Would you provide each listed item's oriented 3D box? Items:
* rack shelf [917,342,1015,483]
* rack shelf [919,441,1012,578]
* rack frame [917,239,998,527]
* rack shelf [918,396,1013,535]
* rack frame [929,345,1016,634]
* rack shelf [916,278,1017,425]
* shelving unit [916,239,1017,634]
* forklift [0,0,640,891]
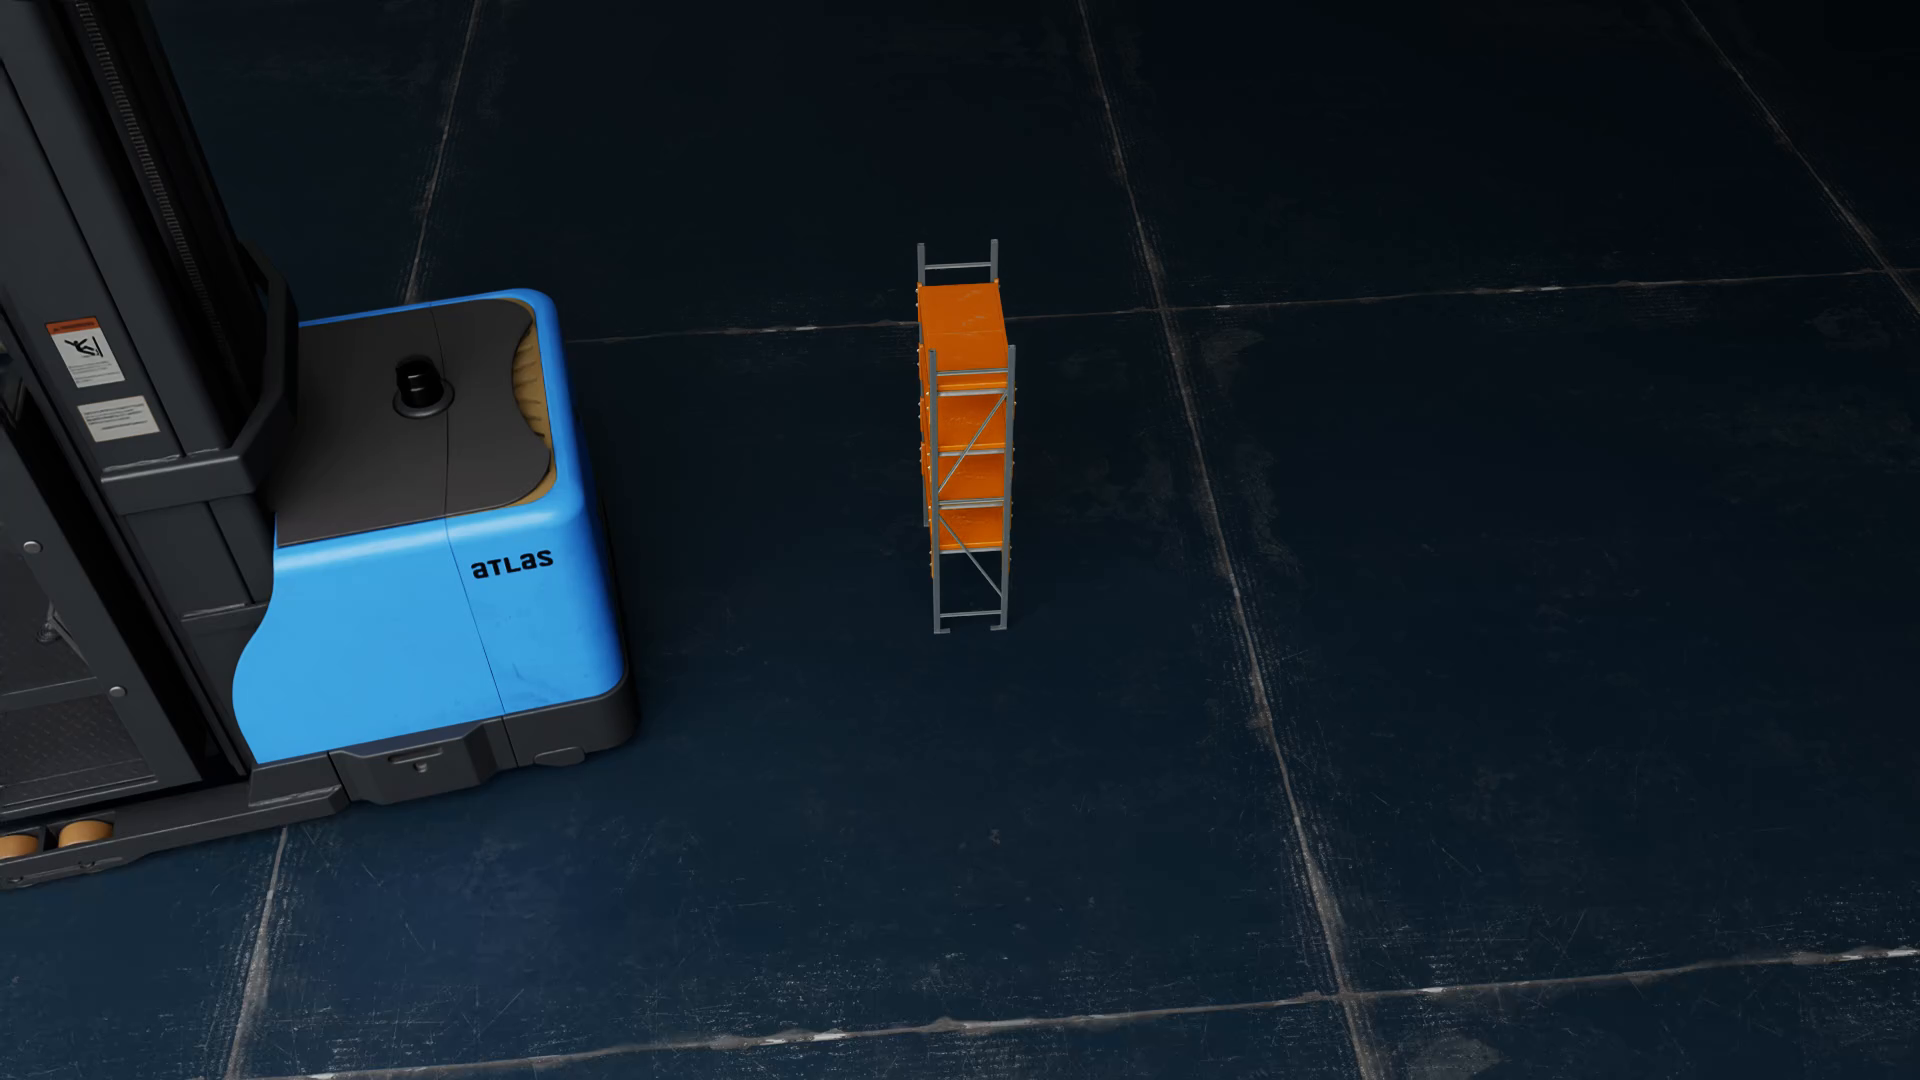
[{"bbox_3d":[0.014,-0.400,5.087,0.258,0.148,0.480,-3,47,-3],"label":"rack shelf"},{"bbox_3d":[0.014,-0.110,5.394,0.258,0.148,0.480,-3,47,-3],"label":"rack shelf"},{"bbox_3d":[-0.007,-0.469,5.368,0.240,1.200,0.015,-3,47,-3],"label":"rack frame"},{"bbox_3d":[0.014,-0.247,5.250,0.258,0.148,0.480,-3,47,-3],"label":"rack shelf"},{"bbox_3d":[0.034,-0.116,5.034,0.240,1.200,0.015,-3,47,-3],"label":"rack frame"},{"bbox_3d":[0.014,-0.563,4.916,0.258,0.148,0.480,-3,47,-3],"label":"rack shelf"},{"bbox_3d":[0.014,-0.293,5.201,0.258,1.200,0.503,-3,47,-3],"label":"shelving unit"},{"bbox_3d":[-2.561,-0.432,4.141,3.031,2.935,1.130,-11,48,-10],"label":"forklift"}]
